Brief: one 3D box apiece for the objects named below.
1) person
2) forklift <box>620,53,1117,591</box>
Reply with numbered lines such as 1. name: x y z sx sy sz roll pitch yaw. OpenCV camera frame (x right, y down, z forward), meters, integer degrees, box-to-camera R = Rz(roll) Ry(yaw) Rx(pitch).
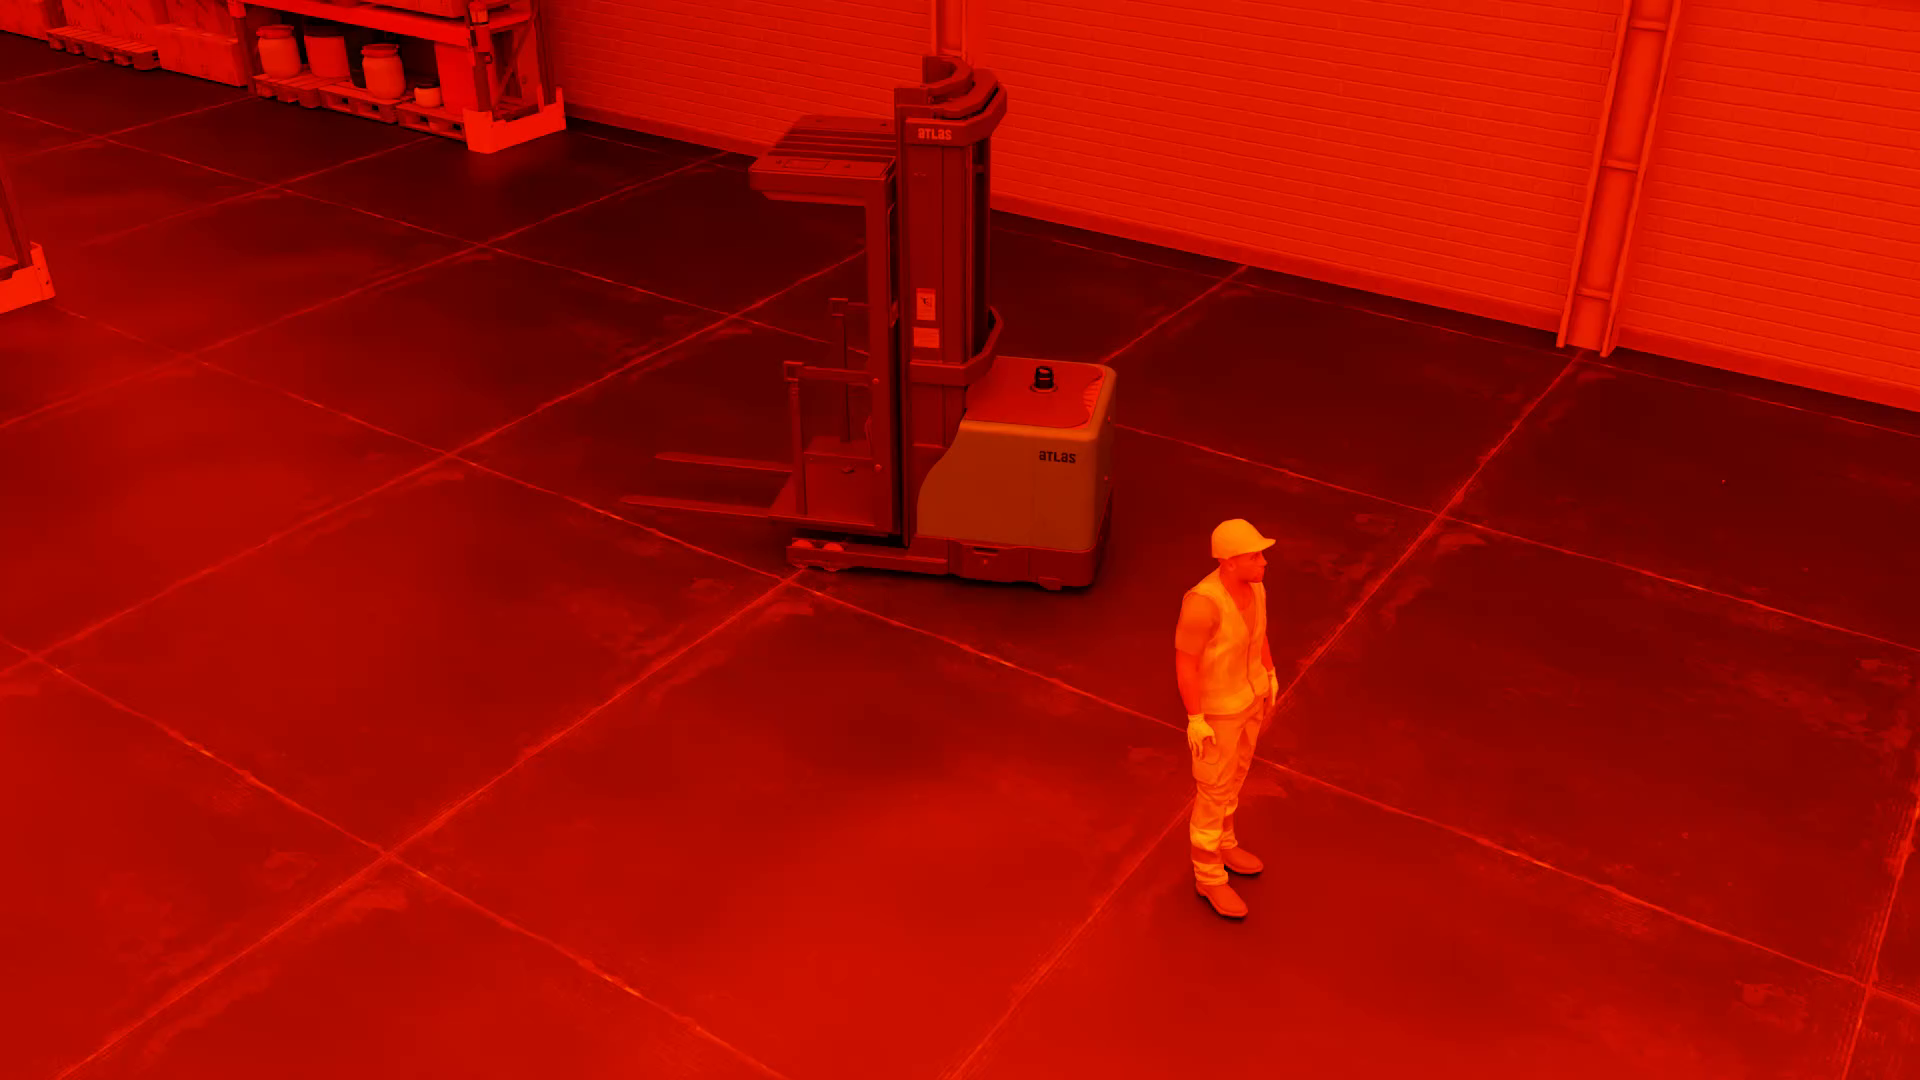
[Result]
1. person: 1.253 0.758 7.399 0.562 1.790 0.637 25 38 36
2. forklift: -0.596 -1.330 9.871 3.031 2.935 1.130 6 31 10
